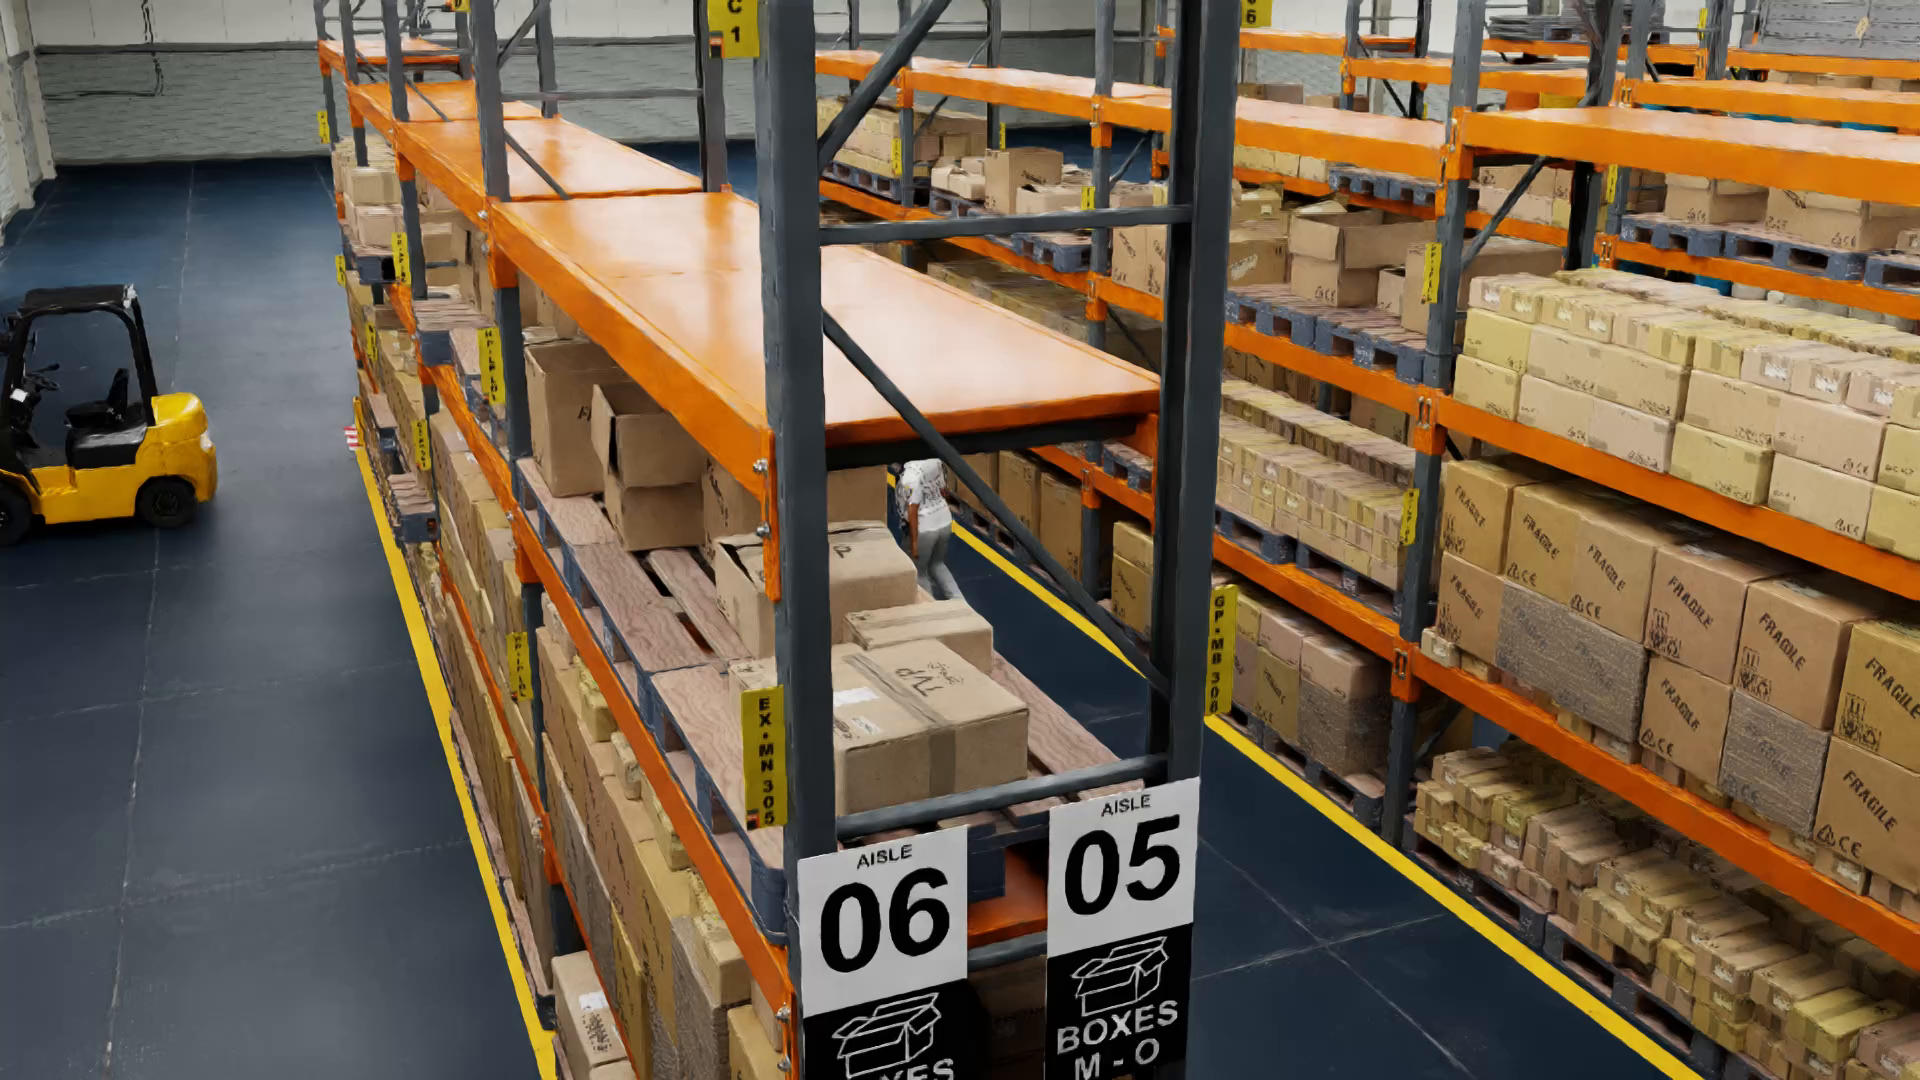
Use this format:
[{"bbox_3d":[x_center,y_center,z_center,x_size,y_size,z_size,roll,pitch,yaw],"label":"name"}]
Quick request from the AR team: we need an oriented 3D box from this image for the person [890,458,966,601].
[{"bbox_3d":[-0.226,-0.074,13.045,0.575,1.653,0.553,11,22,30],"label":"person"}]
